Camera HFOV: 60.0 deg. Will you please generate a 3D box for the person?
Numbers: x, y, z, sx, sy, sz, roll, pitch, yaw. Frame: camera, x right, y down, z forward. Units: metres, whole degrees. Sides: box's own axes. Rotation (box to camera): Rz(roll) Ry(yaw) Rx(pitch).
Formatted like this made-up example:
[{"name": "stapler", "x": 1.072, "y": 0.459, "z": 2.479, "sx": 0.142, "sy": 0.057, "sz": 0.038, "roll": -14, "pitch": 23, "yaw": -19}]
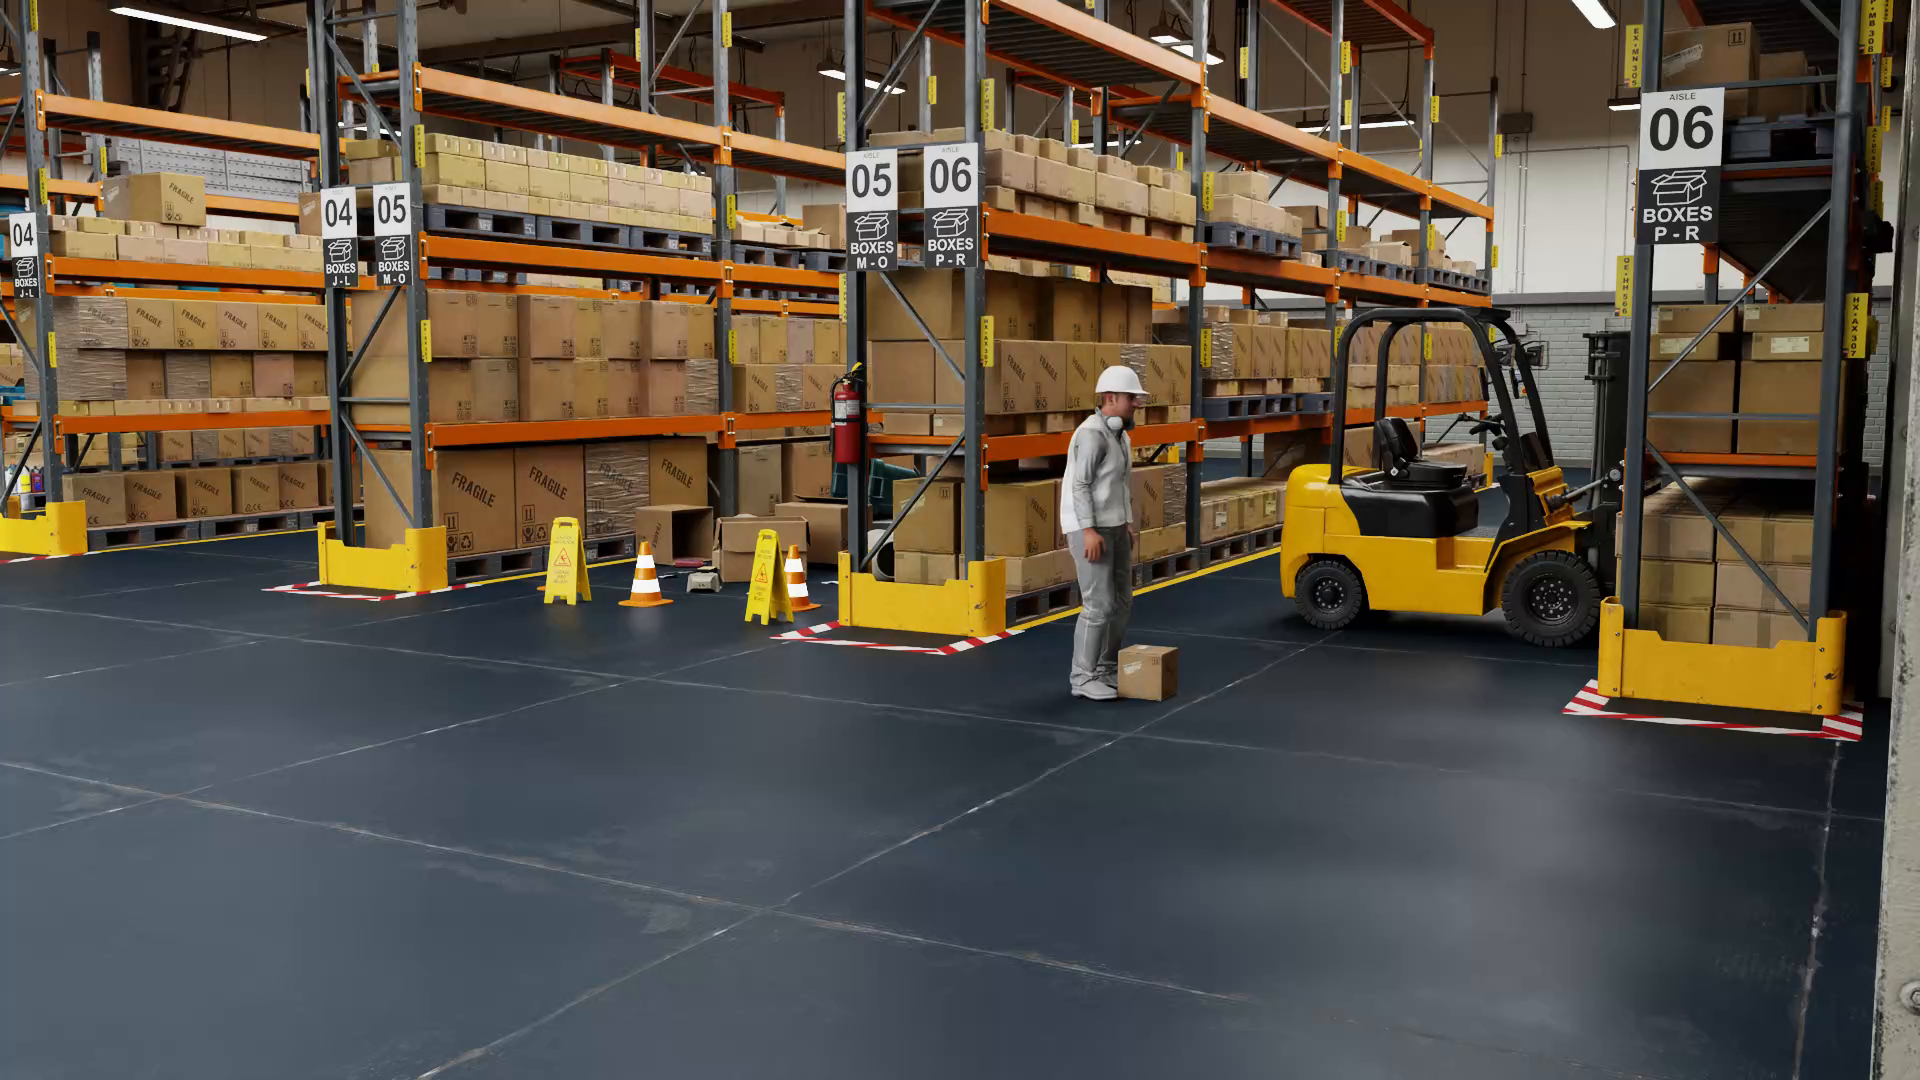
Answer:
[{"name": "person", "x": 0.789, "y": -0.054, "z": 9.019, "sx": 0.466, "sy": 1.771, "sz": 0.584, "roll": 3, "pitch": 7, "yaw": 28}]
